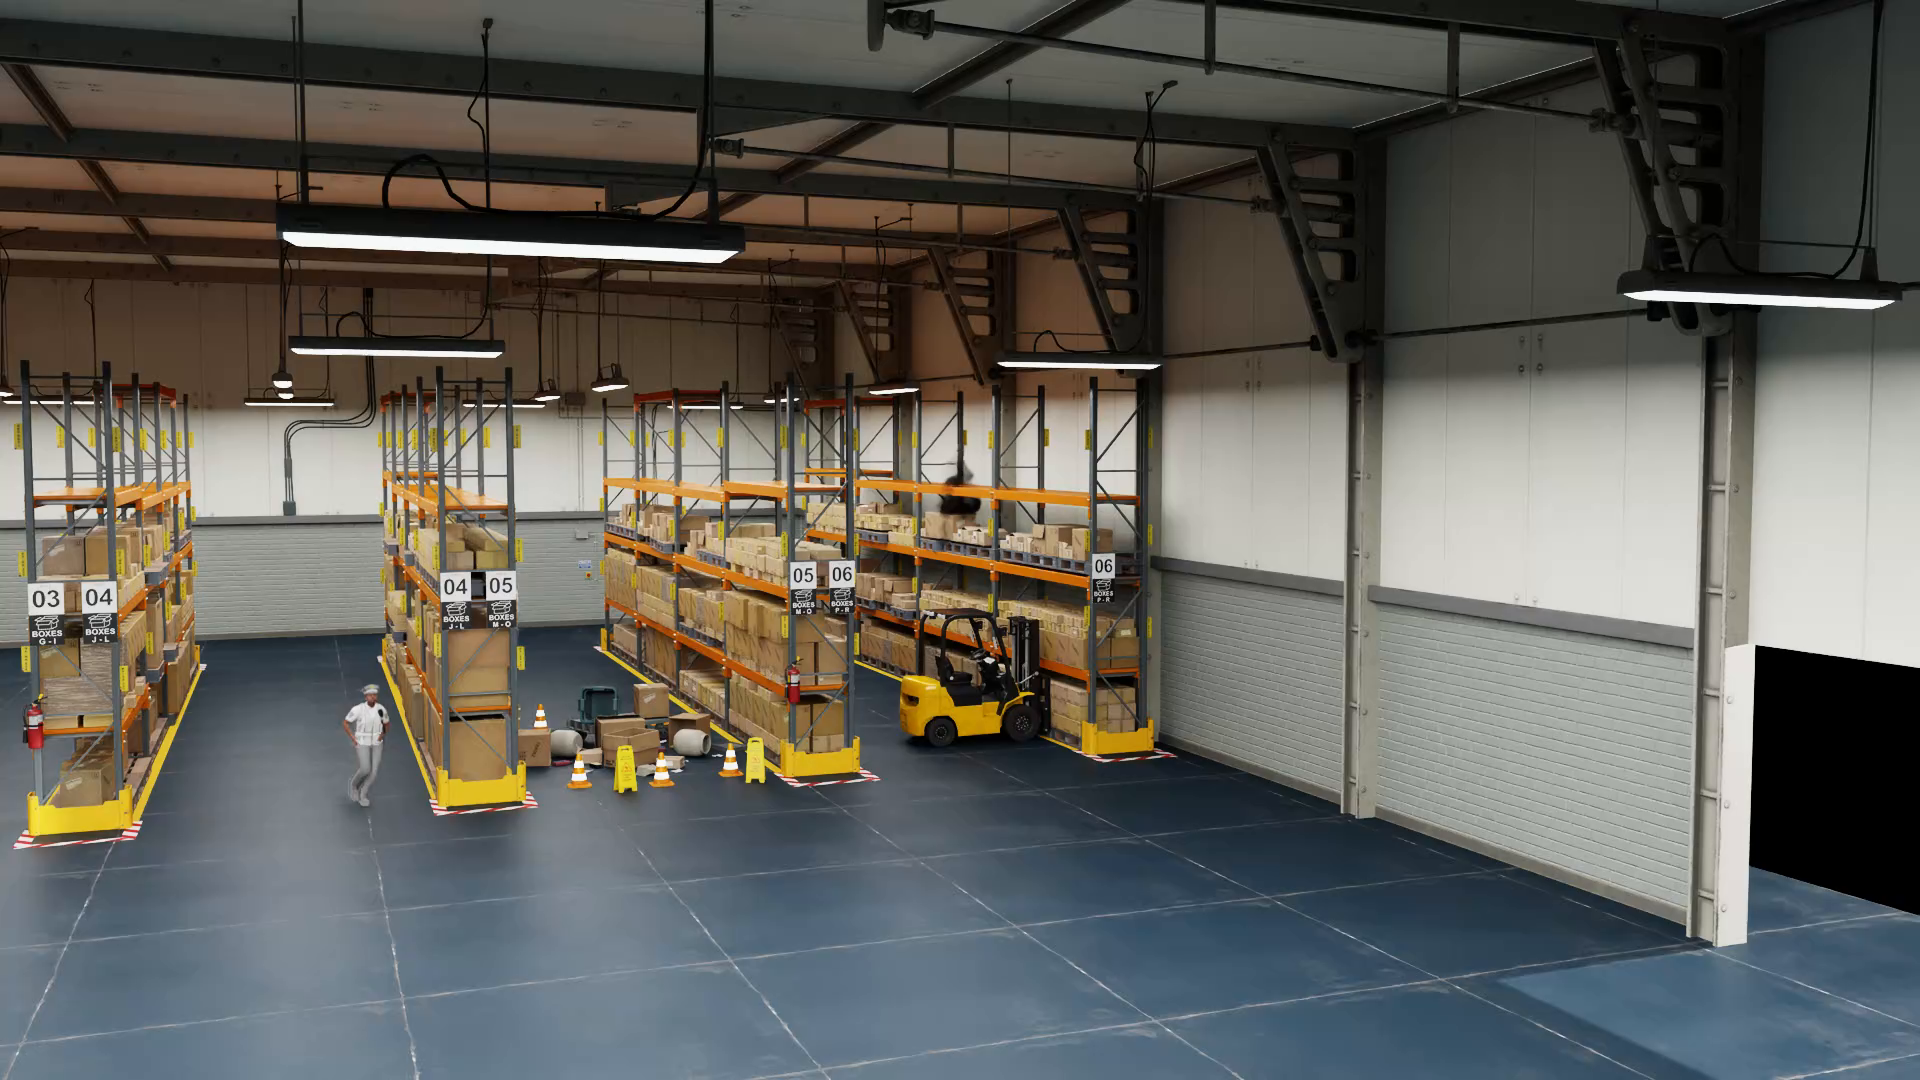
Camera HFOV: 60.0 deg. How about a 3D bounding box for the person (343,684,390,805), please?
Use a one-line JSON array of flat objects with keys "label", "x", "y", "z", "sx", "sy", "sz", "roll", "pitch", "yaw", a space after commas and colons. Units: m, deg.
[{"label": "person", "x": -8.081, "y": 2.801, "z": 22.779, "sx": 0.609, "sy": 1.657, "sz": 0.479, "roll": -3, "pitch": 4, "yaw": -38}]
